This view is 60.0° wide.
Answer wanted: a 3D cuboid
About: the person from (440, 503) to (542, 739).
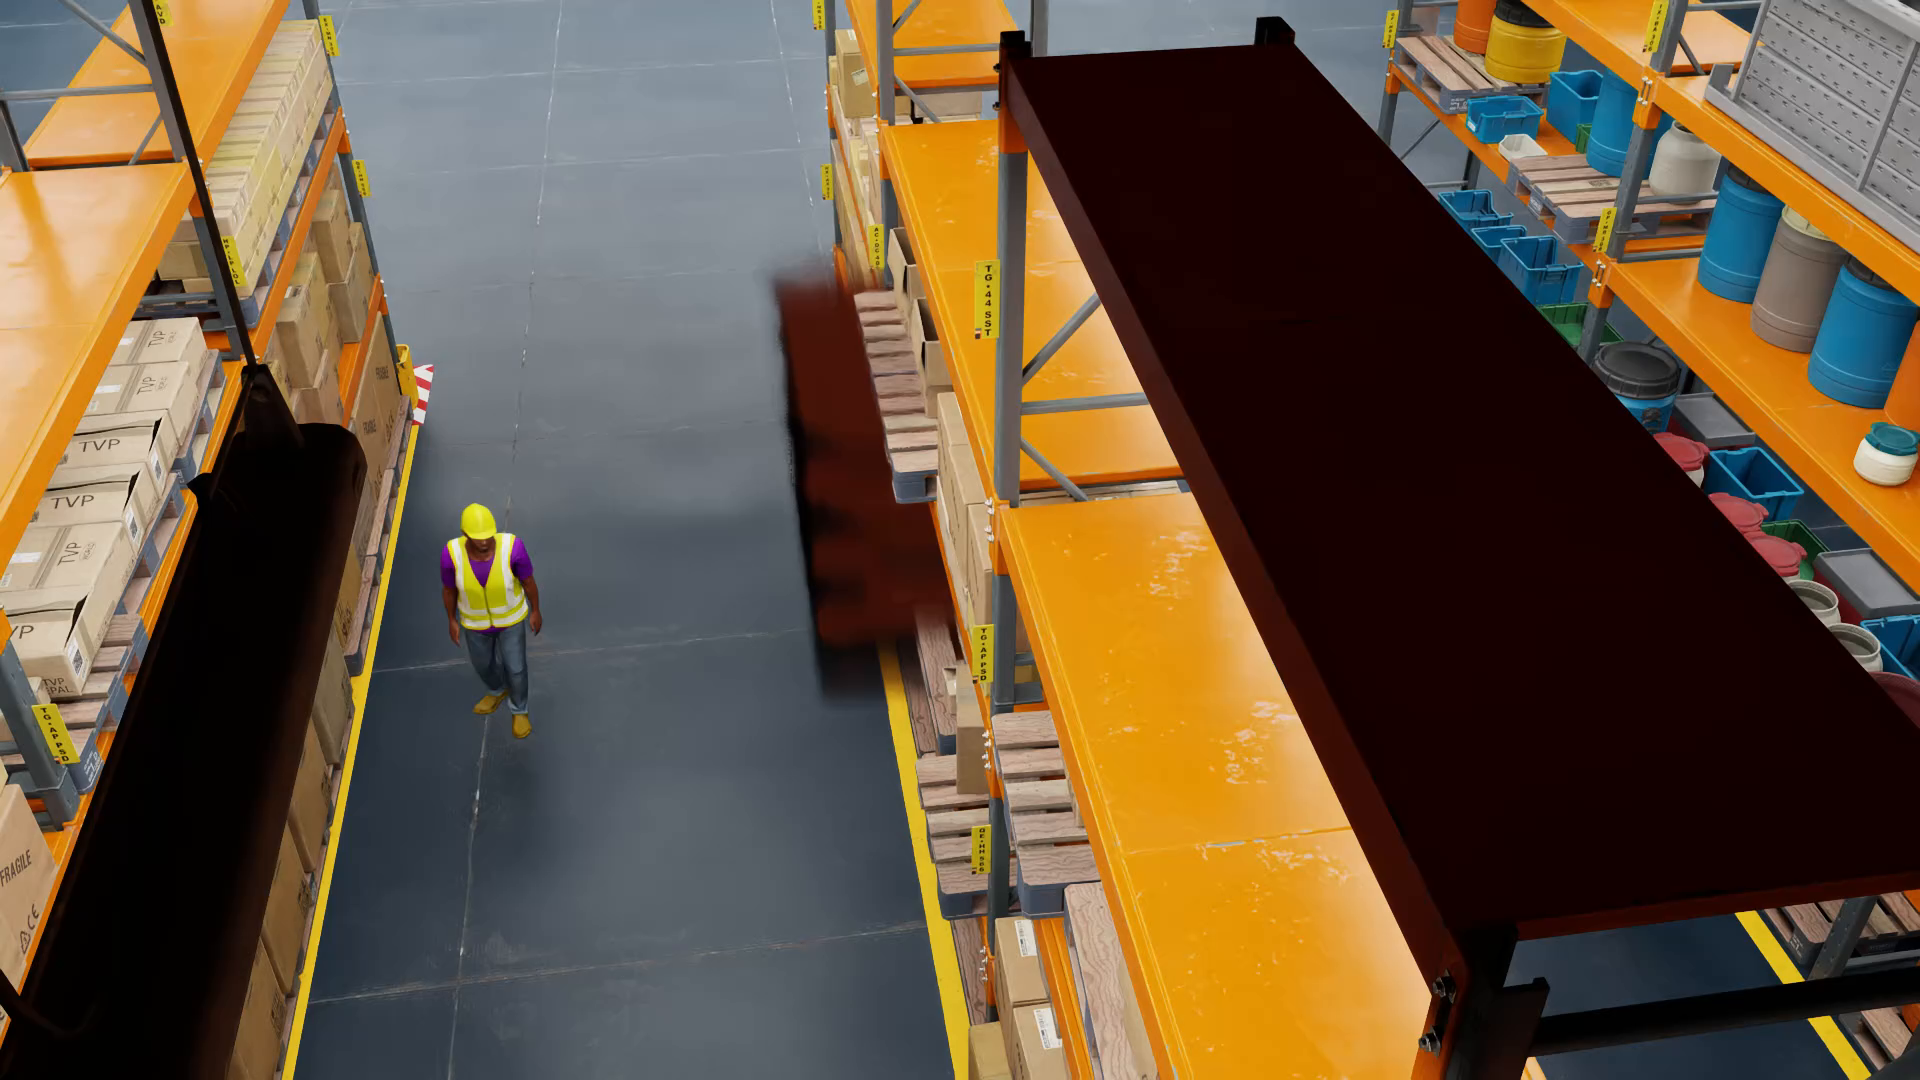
[{"bbox_3d":[-3.026,0.498,10.798,0.593,1.772,0.514,-7,37,-10],"label":"person"}]
